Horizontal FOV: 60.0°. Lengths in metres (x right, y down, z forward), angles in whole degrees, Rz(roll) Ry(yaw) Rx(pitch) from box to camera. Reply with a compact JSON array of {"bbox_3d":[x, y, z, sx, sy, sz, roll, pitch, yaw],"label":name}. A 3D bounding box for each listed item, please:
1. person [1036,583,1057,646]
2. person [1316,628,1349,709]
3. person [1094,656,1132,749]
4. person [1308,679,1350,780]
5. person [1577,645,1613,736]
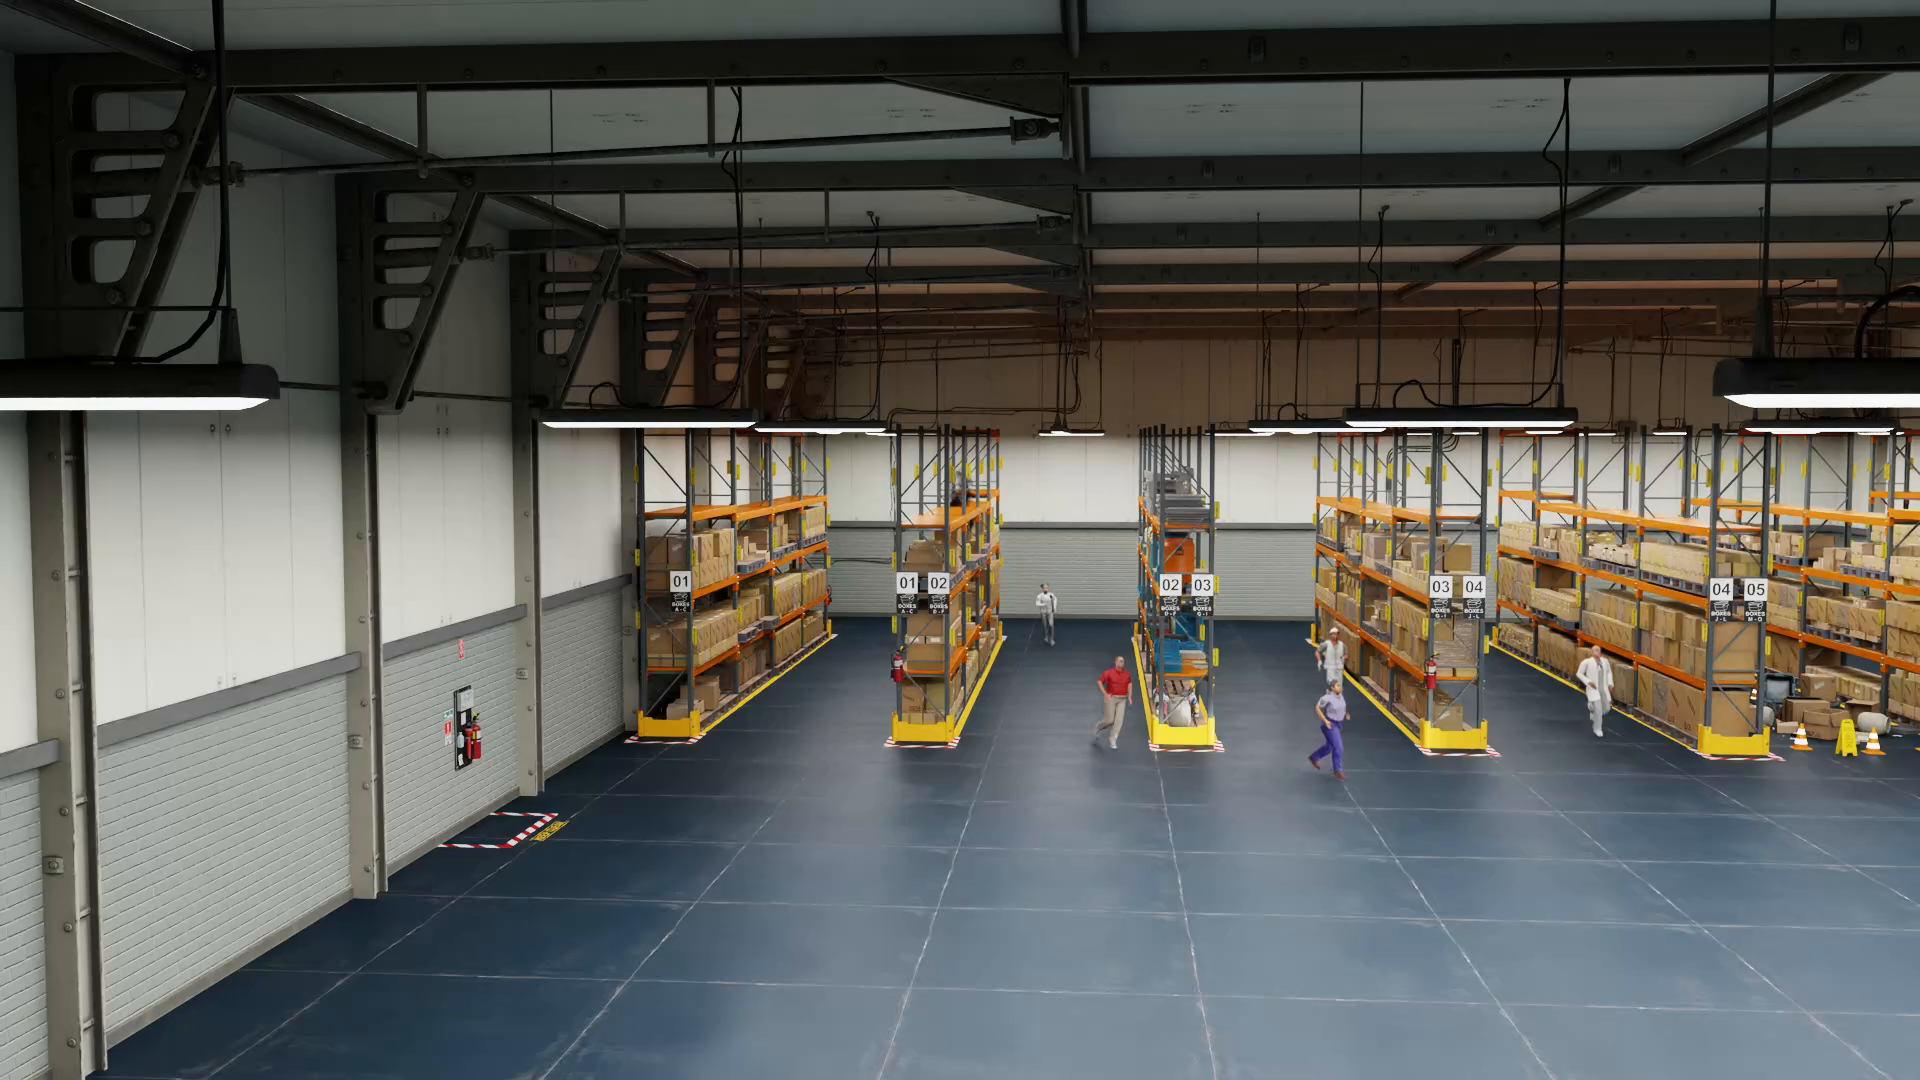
[{"bbox_3d":[2.407,2.056,46.342,0.581,1.737,0.720,0,3,3],"label":"person"},{"bbox_3d":[7.829,2.707,34.775,0.641,1.744,0.649,0,3,-7],"label":"person"},{"bbox_3d":[2.923,3.005,31.014,0.714,1.666,0.765,-1,4,-20],"label":"person"},{"bbox_3d":[6.273,3.226,28.232,0.826,1.591,0.603,3,5,40],"label":"person"},{"bbox_3d":[12.350,2.905,32.337,0.730,1.724,0.716,-1,4,-11],"label":"person"}]
